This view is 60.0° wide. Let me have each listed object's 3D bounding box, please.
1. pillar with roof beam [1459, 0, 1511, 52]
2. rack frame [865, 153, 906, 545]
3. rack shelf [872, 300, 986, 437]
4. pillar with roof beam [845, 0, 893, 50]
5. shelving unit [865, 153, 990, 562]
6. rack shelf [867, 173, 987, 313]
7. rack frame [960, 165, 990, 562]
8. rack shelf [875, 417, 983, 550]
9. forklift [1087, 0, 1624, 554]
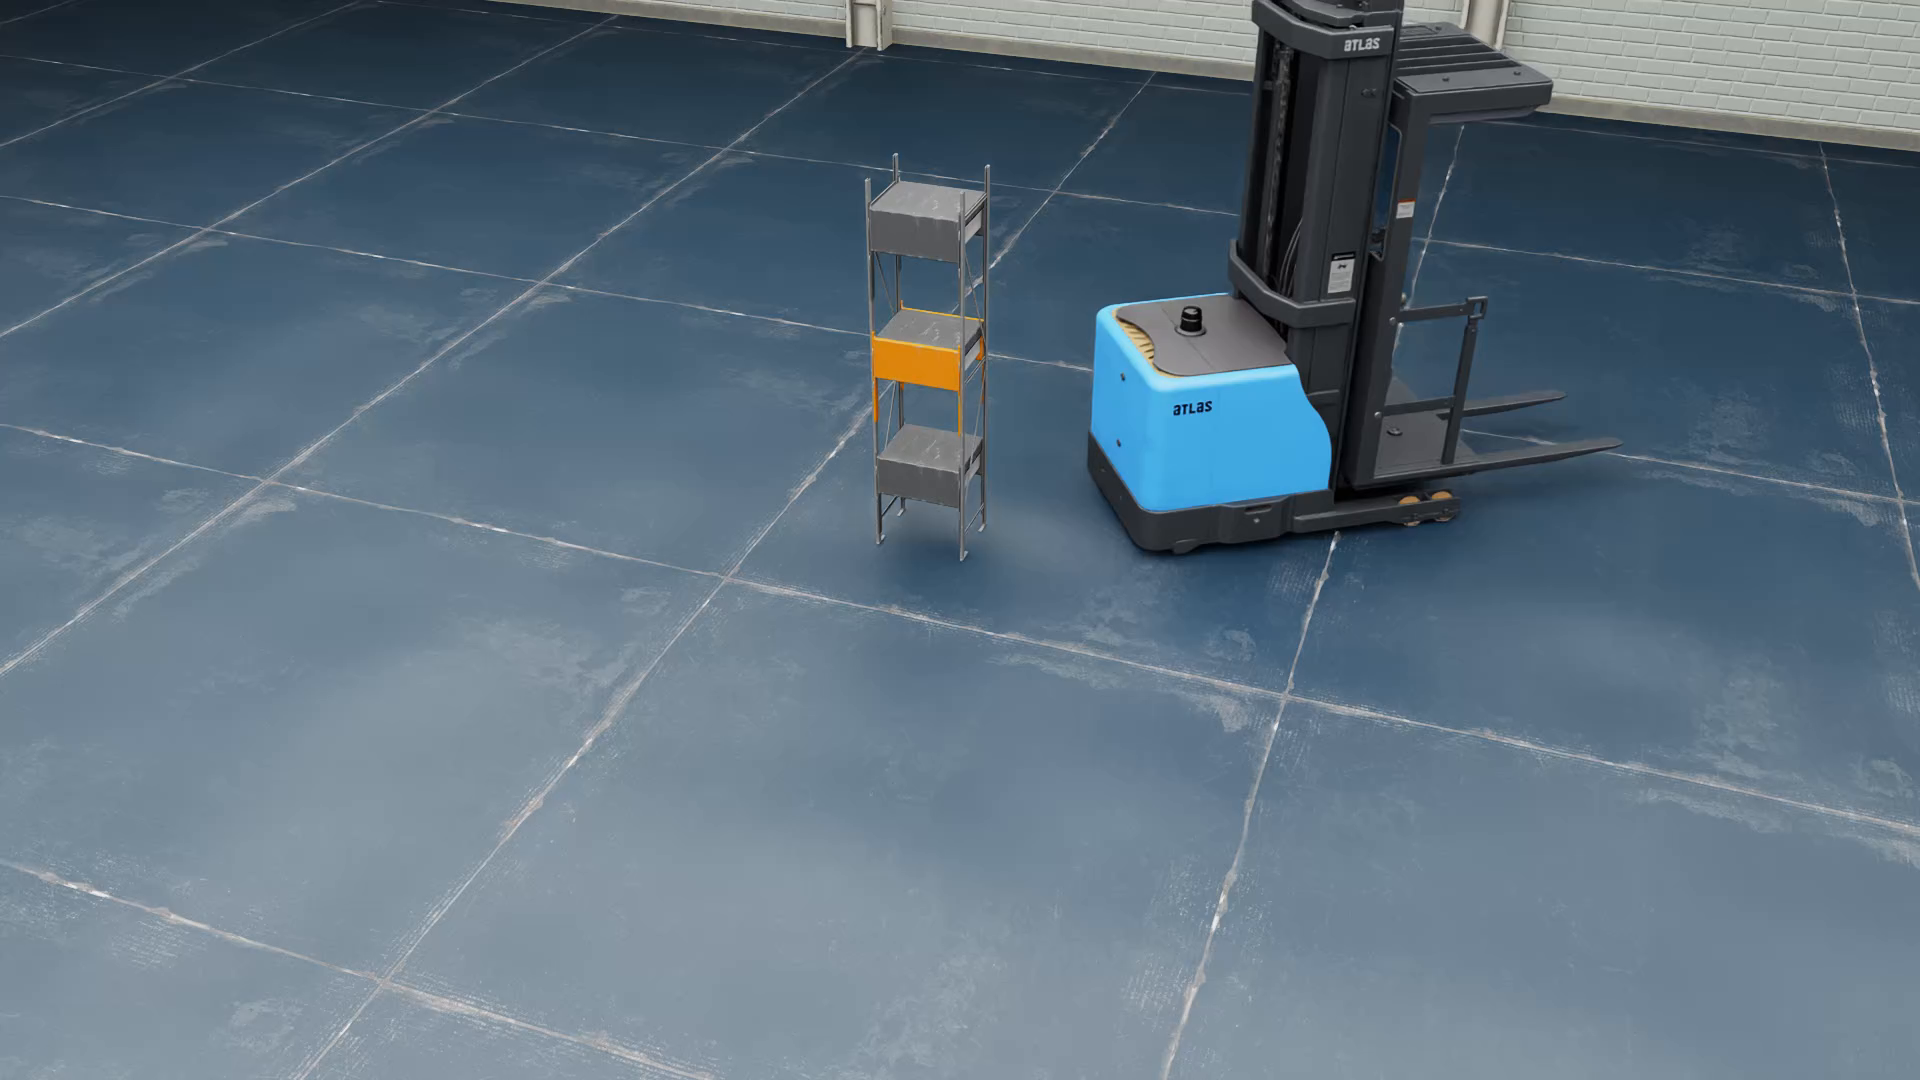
[{"bbox_3d":[3.267,-5.586,9.574,0.400,9.000,9.100,11,34,16],"label":"pillar with roof beam"},{"bbox_3d":[-0.386,-0.957,8.765,0.015,2.100,0.400,11,34,16],"label":"rack frame"},{"bbox_3d":[-0.156,-0.901,8.703,0.480,0.518,0.431,11,34,16],"label":"rack shelf"},{"bbox_3d":[-2.381,-6.684,11.275,0.400,9.000,9.100,11,34,16],"label":"pillar with roof beam"},{"bbox_3d":[-0.156,-0.912,8.695,0.503,2.100,0.431,11,34,16],"label":"shelving unit"},{"bbox_3d":[-0.156,-1.489,8.323,0.480,0.518,0.431,11,34,16],"label":"rack shelf"},{"bbox_3d":[0.074,-0.868,8.626,0.015,2.100,0.400,11,34,16],"label":"rack frame"},{"bbox_3d":[-0.156,-0.313,9.083,0.480,0.518,0.431,11,34,16],"label":"rack shelf"},{"bbox_3d":[2.319,-1.579,8.961,3.031,2.935,1.130,-8,34,-12],"label":"forklift"}]
